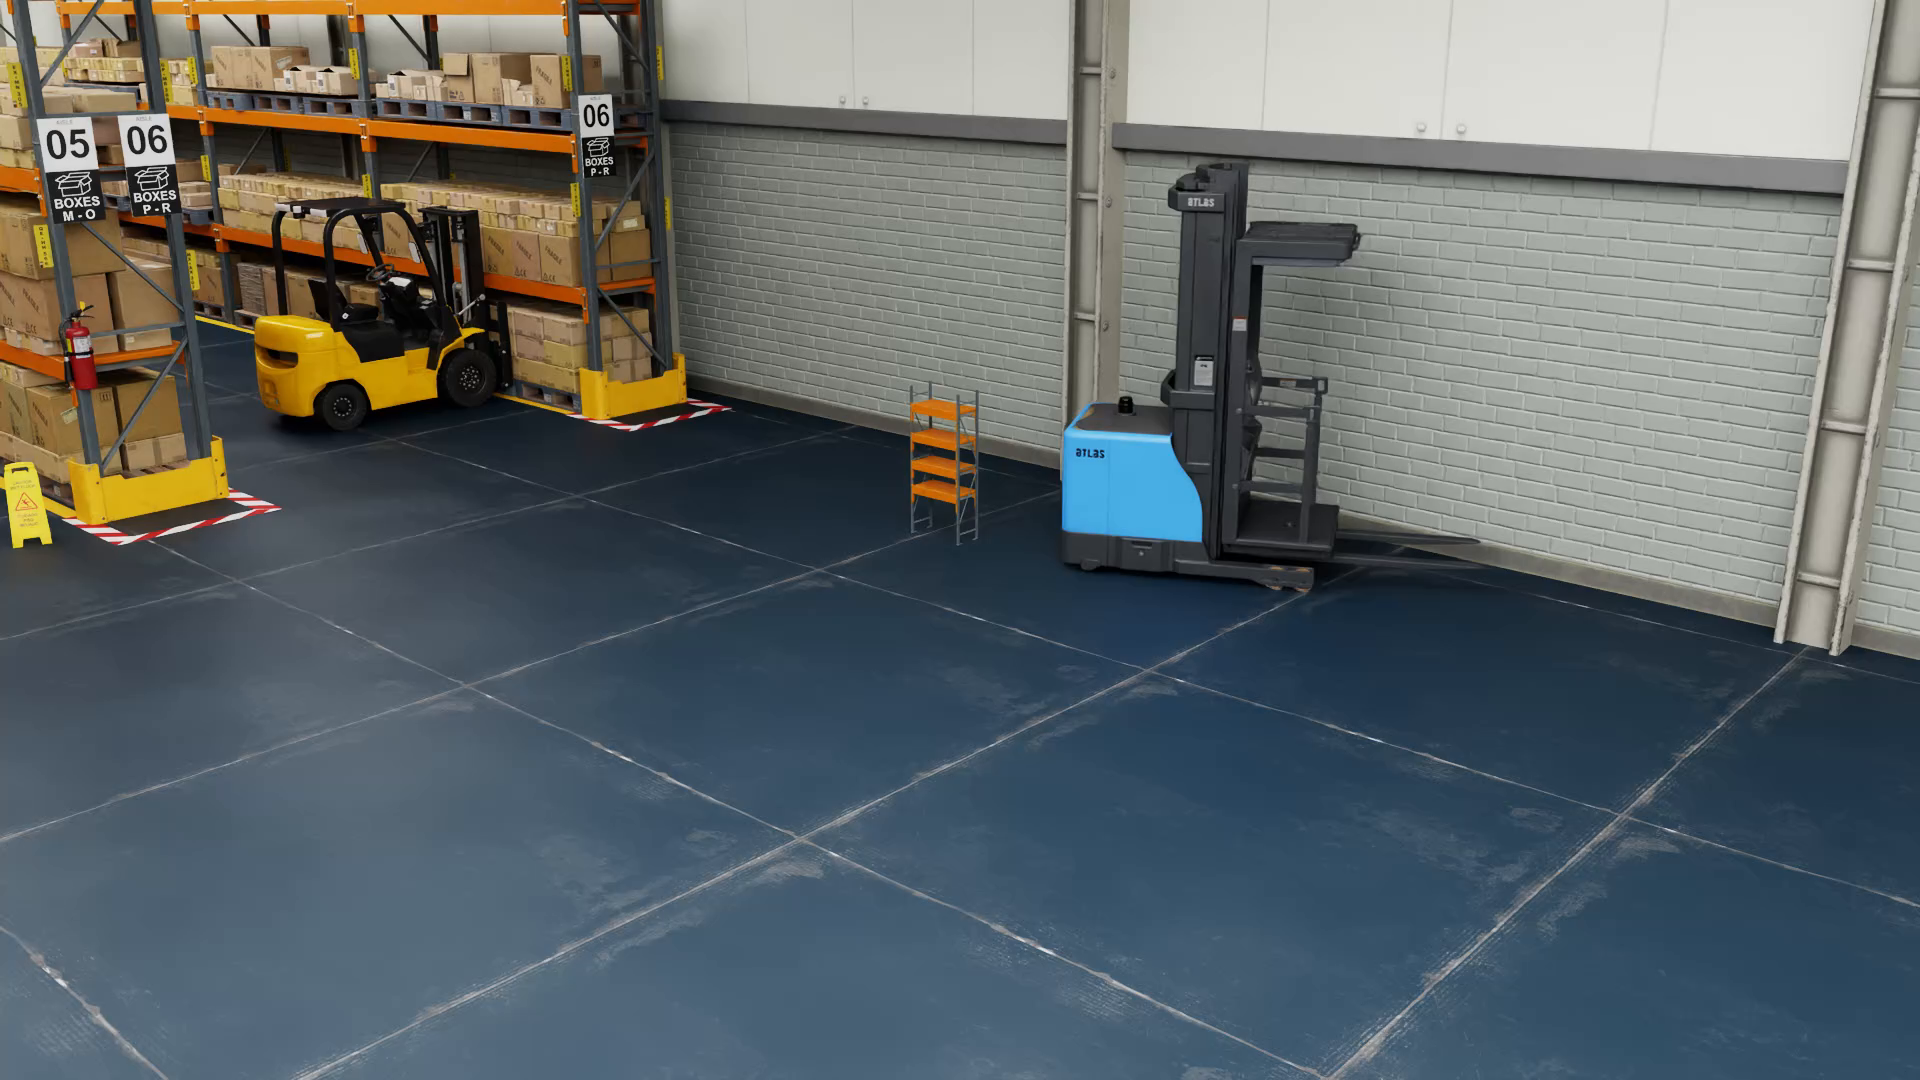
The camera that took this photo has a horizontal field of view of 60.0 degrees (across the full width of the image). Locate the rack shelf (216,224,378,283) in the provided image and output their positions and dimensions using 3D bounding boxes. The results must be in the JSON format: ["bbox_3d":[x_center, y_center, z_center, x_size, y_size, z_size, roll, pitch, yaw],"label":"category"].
[{"bbox_3d":[-7.914,-3.681,20.940,4.000,0.370,1.077,15,23,39],"label":"rack shelf"}]

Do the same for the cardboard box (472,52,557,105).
[{"bbox_3d":[-4.619,-4.806,17.313,0.500,0.500,0.700,15,23,40],"label":"cardboard box"}]

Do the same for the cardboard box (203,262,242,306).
[{"bbox_3d":[-9.869,-3.470,22.525,0.500,0.500,0.500,16,24,41],"label":"cardboard box"}]

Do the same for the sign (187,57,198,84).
[{"bbox_3d":[-9.772,-5.979,21.179,0.005,0.325,0.100,15,23,39],"label":"sign"}]

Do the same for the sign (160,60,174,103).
[{"bbox_3d":[-6.358,-3.664,13.295,0.005,0.325,0.100,15,23,39],"label":"sign"}]

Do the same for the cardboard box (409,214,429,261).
[{"bbox_3d":[-5.859,-3.421,18.766,0.500,0.500,0.500,16,23,40],"label":"cardboard box"}]

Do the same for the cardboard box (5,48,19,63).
[{"bbox_3d":[-14.087,-7.320,25.188,0.500,0.250,0.500,16,24,41],"label":"cardboard box"}]

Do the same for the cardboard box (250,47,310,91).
[{"bbox_3d":[-8.268,-5.745,20.273,0.500,0.500,0.500,16,23,41],"label":"cardboard box"}]

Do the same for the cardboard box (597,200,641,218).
[{"bbox_3d":[-3.536,-3.433,17.242,0.250,0.149,0.380,14,23,38],"label":"cardboard box"}]

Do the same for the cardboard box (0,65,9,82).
[{"bbox_3d":[-14.475,-7.178,25.567,0.500,0.250,0.500,14,22,38],"label":"cardboard box"}]

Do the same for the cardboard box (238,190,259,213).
[{"bbox_3d":[-8.866,-4.347,21.271,0.500,0.250,0.500,16,24,41],"label":"cardboard box"}]

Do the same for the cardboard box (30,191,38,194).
[{"bbox_3d":[-14.189,-5.465,25.790,0.250,0.149,0.380,16,23,40],"label":"cardboard box"}]

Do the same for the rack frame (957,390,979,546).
[{"bbox_3d":[0.059,-0.556,12.881,0.015,1.200,0.240,15,23,39],"label":"rack frame"}]

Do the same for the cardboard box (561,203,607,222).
[{"bbox_3d":[-3.834,-3.342,16.953,0.250,0.149,0.380,15,23,39],"label":"cardboard box"}]

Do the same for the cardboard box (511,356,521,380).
[{"bbox_3d":[-4.721,-1.936,18.104,0.500,0.250,0.500,15,23,40],"label":"cardboard box"}]

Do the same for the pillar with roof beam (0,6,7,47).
[{"bbox_3d":[-19.669,-8.662,25.530,0.400,9.000,9.100,15,23,39],"label":"pillar with roof beam"}]

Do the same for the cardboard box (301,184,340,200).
[{"bbox_3d":[-7.796,-4.247,20.298,0.250,0.149,0.380,15,23,40],"label":"cardboard box"}]

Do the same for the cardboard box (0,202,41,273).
[{"bbox_3d":[-7.619,-2.518,13.776,0.500,0.500,0.700,15,23,40],"label":"cardboard box"}]

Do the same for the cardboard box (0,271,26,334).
[{"bbox_3d":[-7.678,-2.033,13.901,0.500,0.500,0.500,15,23,39],"label":"cardboard box"}]

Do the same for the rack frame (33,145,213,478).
[{"bbox_3d":[-6.718,-1.695,13.494,0.127,3.000,1.000,15,23,39],"label":"rack frame"}]

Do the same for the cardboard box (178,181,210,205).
[{"bbox_3d":[-10.414,-4.692,22.492,0.500,0.250,0.500,14,22,37],"label":"cardboard box"}]

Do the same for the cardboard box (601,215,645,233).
[{"bbox_3d":[-3.508,-3.303,17.321,0.250,0.149,0.380,14,23,38],"label":"cardboard box"}]

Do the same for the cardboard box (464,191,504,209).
[{"bbox_3d":[-5.162,-3.703,18.091,0.250,0.149,0.380,15,23,39],"label":"cardboard box"}]

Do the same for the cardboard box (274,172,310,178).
[{"bbox_3d":[-8.762,-4.735,21.836,0.250,0.149,0.380,16,23,41],"label":"cardboard box"}]

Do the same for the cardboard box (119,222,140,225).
[{"bbox_3d":[-12.270,-4.569,24.425,0.250,0.149,0.380,15,23,38],"label":"cardboard box"}]

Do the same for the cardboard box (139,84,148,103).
[{"bbox_3d":[-10.706,-6.033,22.451,0.500,0.250,0.500,15,23,39],"label":"cardboard box"}]

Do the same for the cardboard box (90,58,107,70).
[{"bbox_3d":[-11.851,-6.625,23.133,0.250,0.149,0.380,15,23,38],"label":"cardboard box"}]

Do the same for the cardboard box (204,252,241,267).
[{"bbox_3d":[-9.947,-3.785,22.445,0.250,0.149,0.380,14,22,37],"label":"cardboard box"}]

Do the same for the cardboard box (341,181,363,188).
[{"bbox_3d":[-7.457,-4.366,20.672,0.250,0.149,0.380,15,23,39],"label":"cardboard box"}]

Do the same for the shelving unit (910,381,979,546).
[{"bbox_3d":[-0.124,-0.605,13.035,0.503,1.200,0.258,15,23,39],"label":"shelving unit"}]

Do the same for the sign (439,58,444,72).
[{"bbox_3d":[-6.051,-5.462,19.419,0.005,0.325,0.100,15,23,39],"label":"sign"}]

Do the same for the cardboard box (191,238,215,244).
[{"bbox_3d":[-10.769,-4.230,23.846,0.250,0.149,0.380,14,22,37],"label":"cardboard box"}]

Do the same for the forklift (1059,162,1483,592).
[{"bbox_3d":[2.317,-1.201,12.050,3.031,2.935,1.130,5,18,14],"label":"forklift"}]

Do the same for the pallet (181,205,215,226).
[{"bbox_3d":[-9.963,-4.454,22.504,1.003,0.211,1.213,15,23,39],"label":"pallet"}]

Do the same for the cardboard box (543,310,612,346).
[{"bbox_3d":[-3.978,-2.207,17.305,0.500,0.250,0.500,16,24,41],"label":"cardboard box"}]

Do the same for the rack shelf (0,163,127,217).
[{"bbox_3d":[-8.214,-3.184,14.415,4.000,0.370,1.077,15,23,39],"label":"rack shelf"}]

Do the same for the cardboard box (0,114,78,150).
[{"bbox_3d":[-7.280,-3.237,13.150,0.500,0.250,0.500,15,23,39],"label":"cardboard box"}]

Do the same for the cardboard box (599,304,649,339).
[{"bbox_3d":[-3.660,-2.324,17.675,0.500,0.250,0.500,15,23,38],"label":"cardboard box"}]

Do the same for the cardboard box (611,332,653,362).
[{"bbox_3d":[-3.640,-2.088,17.757,0.500,0.250,0.500,16,23,40],"label":"cardboard box"}]

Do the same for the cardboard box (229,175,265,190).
[{"bbox_3d":[-9.166,-4.598,21.404,0.250,0.149,0.380,16,23,40],"label":"cardboard box"}]

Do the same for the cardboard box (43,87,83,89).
[{"bbox_3d":[-7.722,-3.780,14.202,0.250,0.149,0.380,16,24,41],"label":"cardboard box"}]

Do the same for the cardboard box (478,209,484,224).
[{"bbox_3d":[-4.974,-3.504,17.958,0.250,0.149,0.380,15,23,39],"label":"cardboard box"}]

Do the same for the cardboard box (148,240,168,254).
[{"bbox_3d":[-11.292,-4.166,23.646,0.250,0.149,0.380,16,24,41],"label":"cardboard box"}]

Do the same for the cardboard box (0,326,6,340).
[{"bbox_3d":[-8.143,-1.843,14.376,0.250,0.149,0.380,15,23,39],"label":"cardboard box"}]

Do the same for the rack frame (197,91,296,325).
[{"bbox_3d":[-9.410,-4.425,22.096,0.127,3.000,1.000,15,23,39],"label":"rack frame"}]

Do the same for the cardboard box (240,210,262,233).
[{"bbox_3d":[-8.867,-4.107,21.342,0.500,0.250,0.500,14,23,38],"label":"cardboard box"}]

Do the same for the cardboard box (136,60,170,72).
[{"bbox_3d":[-10.834,-6.378,22.388,0.250,0.149,0.380,15,23,39],"label":"cardboard box"}]

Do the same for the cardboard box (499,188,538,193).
[{"bbox_3d":[-4.874,-3.803,18.405,0.250,0.149,0.380,16,24,41],"label":"cardboard box"}]

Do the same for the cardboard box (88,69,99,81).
[{"bbox_3d":[-11.885,-6.478,23.160,0.250,0.149,0.380,15,23,40],"label":"cardboard box"}]

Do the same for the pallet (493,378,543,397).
[{"bbox_3d":[-4.934,-1.879,18.683,1.213,0.211,1.003,15,23,39],"label":"pallet"}]

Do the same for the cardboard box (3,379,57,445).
[{"bbox_3d":[-7.883,-1.148,14.382,0.500,0.500,0.500,16,24,41],"label":"cardboard box"}]

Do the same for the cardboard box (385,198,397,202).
[{"bbox_3d":[-6.354,-3.855,19.063,0.250,0.149,0.380,15,23,38],"label":"cardboard box"}]

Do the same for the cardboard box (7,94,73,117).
[{"bbox_3d":[-7.167,-3.386,12.961,0.250,0.149,0.380,15,23,40],"label":"cardboard box"}]
